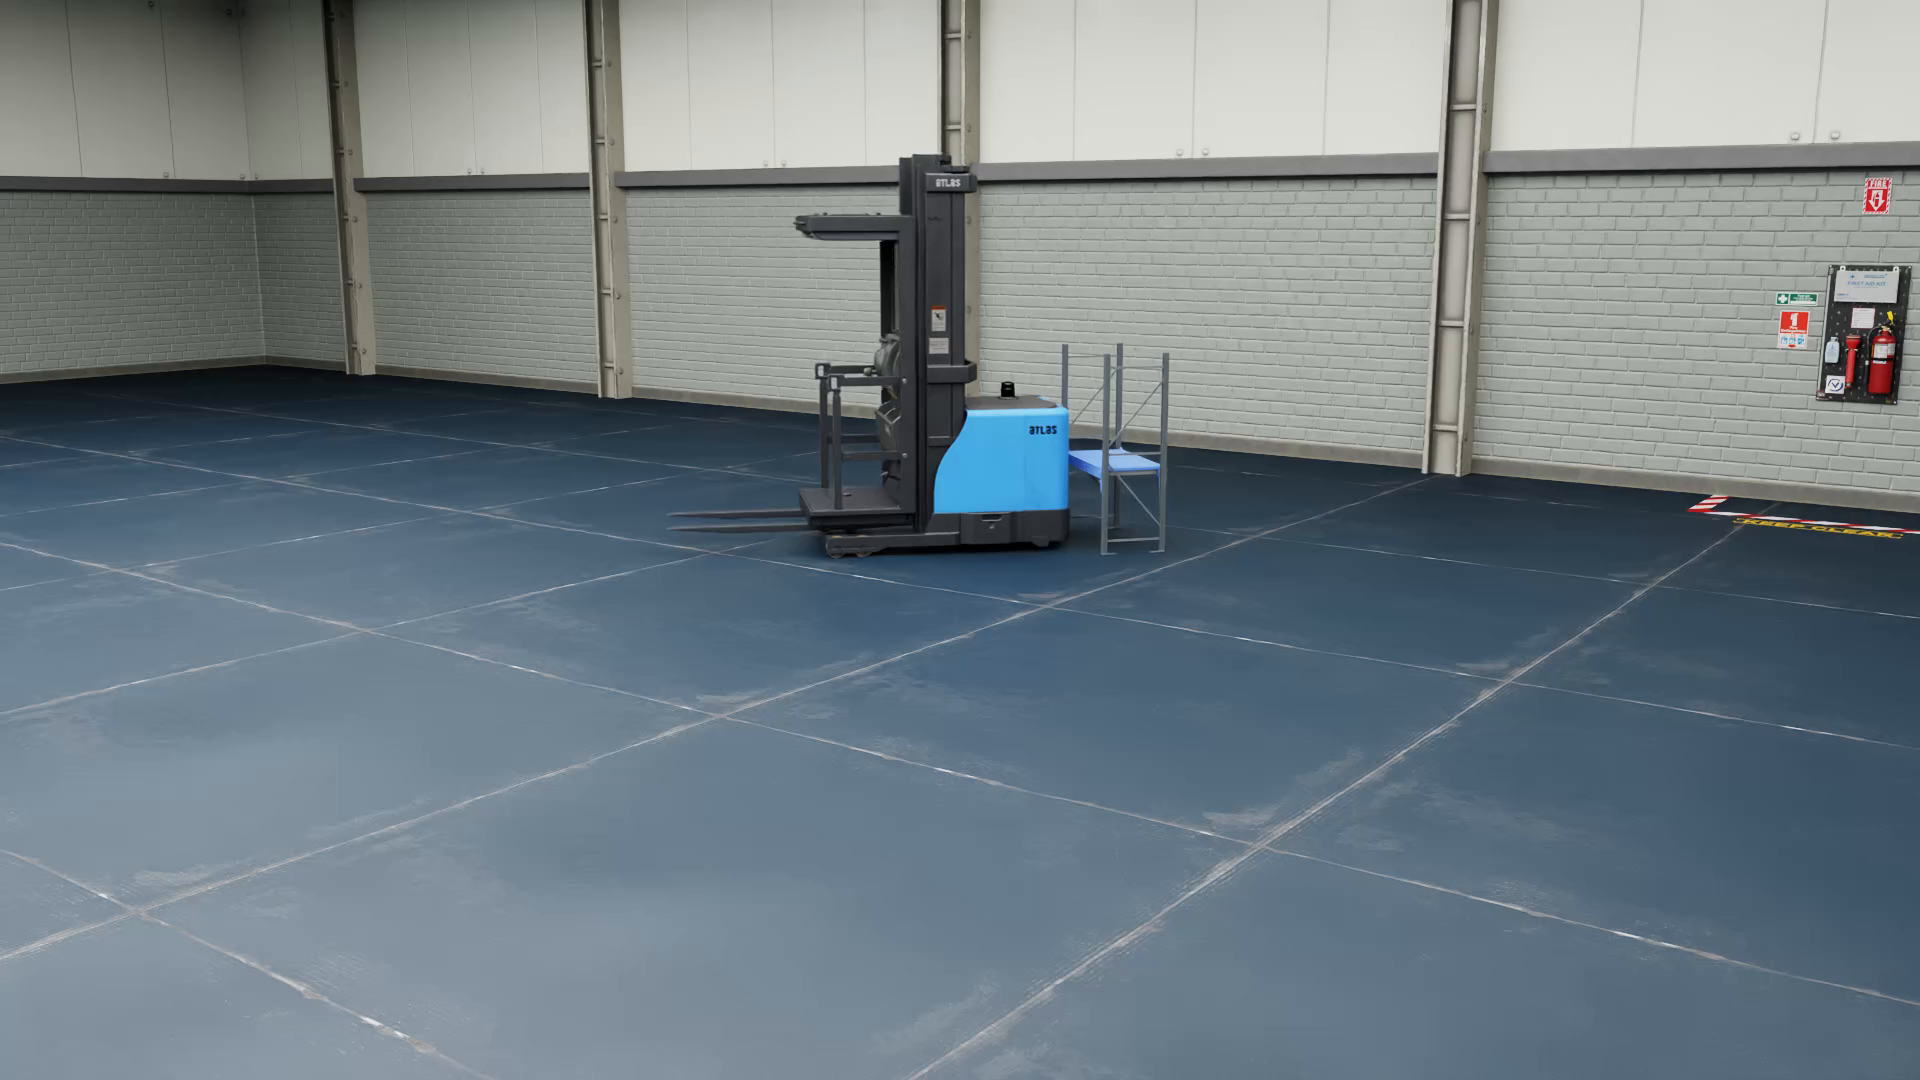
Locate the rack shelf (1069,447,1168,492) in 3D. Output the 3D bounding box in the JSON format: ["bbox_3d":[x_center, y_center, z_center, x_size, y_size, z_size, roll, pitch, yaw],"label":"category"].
[{"bbox_3d":[1.177,-0.553,12.889,0.538,0.185,1.000,-3,11,-14],"label":"rack shelf"}]

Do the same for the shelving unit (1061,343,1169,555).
[{"bbox_3d":[1.177,-0.730,12.855,0.538,1.500,1.048,-3,11,-14],"label":"shelving unit"}]

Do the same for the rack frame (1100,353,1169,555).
[{"bbox_3d":[1.300,-0.636,12.371,0.500,1.500,0.032,-3,11,-14],"label":"rack frame"}]

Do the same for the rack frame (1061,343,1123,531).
[{"bbox_3d":[1.054,-0.824,13.339,0.500,1.500,0.032,-3,11,-14],"label":"rack frame"}]

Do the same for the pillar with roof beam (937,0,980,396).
[{"bbox_3d":[-2.564,-5.100,15.700,0.400,9.000,9.100,8,13,36],"label":"pillar with roof beam"}]

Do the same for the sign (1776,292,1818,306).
[{"bbox_3d":[7.301,-2.102,14.509,0.331,0.109,0.001,8,13,36],"label":"sign"}]

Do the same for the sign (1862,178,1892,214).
[{"bbox_3d":[7.740,-2.903,14.033,0.199,0.298,0.001,8,13,36],"label":"sign"}]

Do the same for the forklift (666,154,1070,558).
[{"bbox_3d":[-0.730,-1.413,12.619,3.031,2.935,1.130,-2,11,-10],"label":"forklift"}]

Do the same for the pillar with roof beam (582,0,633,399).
[{"bbox_3d":[-7.400,-5.775,19.187,0.400,9.000,9.100,8,13,36],"label":"pillar with roof beam"}]

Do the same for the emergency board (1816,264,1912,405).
[{"bbox_3d":[7.687,-1.748,14.169,0.643,1.169,0.194,8,13,36],"label":"emergency board"}]

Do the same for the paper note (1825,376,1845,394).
[{"bbox_3d":[7.585,-1.346,14.411,0.142,0.148,0.016,8,13,36],"label":"paper note"}]

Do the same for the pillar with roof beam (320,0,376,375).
[{"bbox_3d":[-12.236,-6.449,22.674,0.400,9.000,9.100,8,13,36],"label":"pillar with roof beam"}]

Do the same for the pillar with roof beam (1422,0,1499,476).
[{"bbox_3d":[2.272,-4.426,12.213,0.400,9.000,9.100,8,13,36],"label":"pillar with roof beam"}]

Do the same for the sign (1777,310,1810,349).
[{"bbox_3d":[7.303,-1.844,14.569,0.234,0.329,0.001,8,13,36],"label":"sign"}]
